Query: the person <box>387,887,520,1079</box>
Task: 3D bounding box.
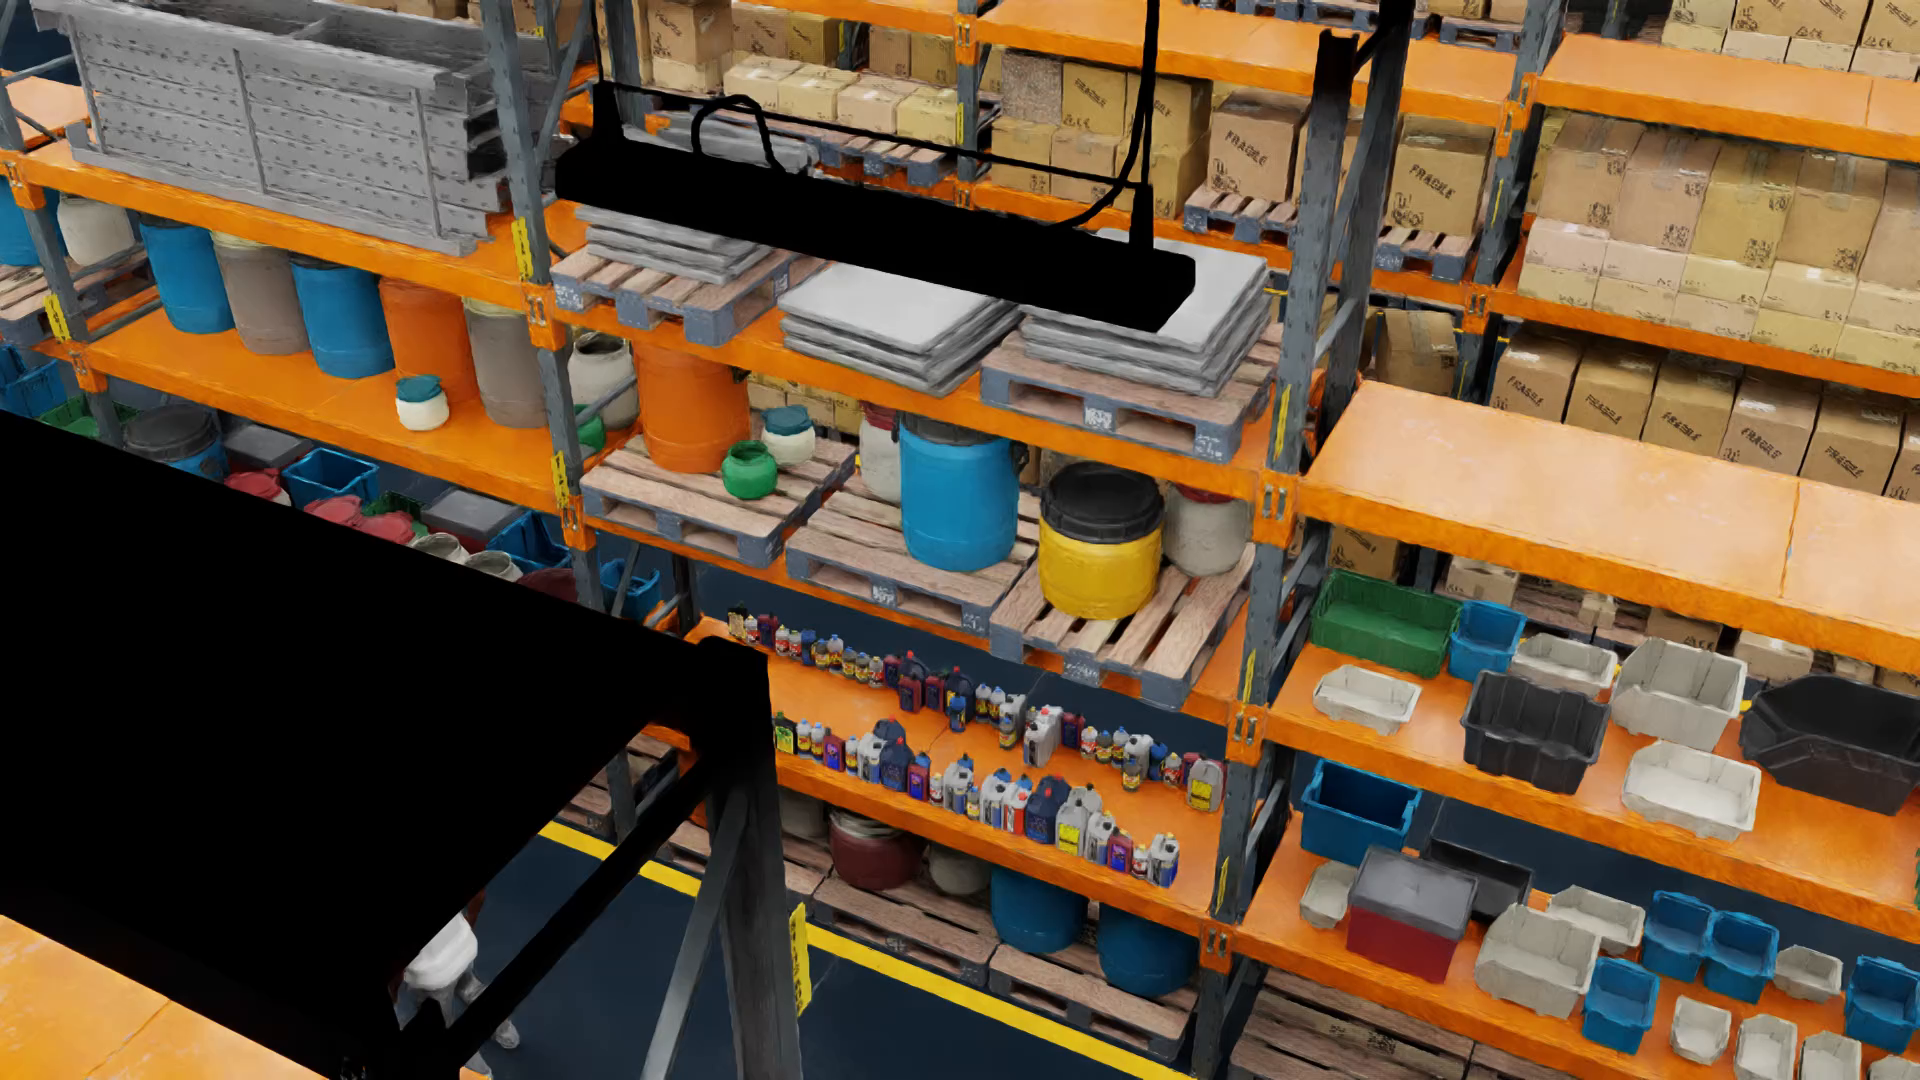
[{"bbox_3d":[-2.860,2.294,9.126,0.578,1.714,0.719,16,38,21],"label":"person"}]
